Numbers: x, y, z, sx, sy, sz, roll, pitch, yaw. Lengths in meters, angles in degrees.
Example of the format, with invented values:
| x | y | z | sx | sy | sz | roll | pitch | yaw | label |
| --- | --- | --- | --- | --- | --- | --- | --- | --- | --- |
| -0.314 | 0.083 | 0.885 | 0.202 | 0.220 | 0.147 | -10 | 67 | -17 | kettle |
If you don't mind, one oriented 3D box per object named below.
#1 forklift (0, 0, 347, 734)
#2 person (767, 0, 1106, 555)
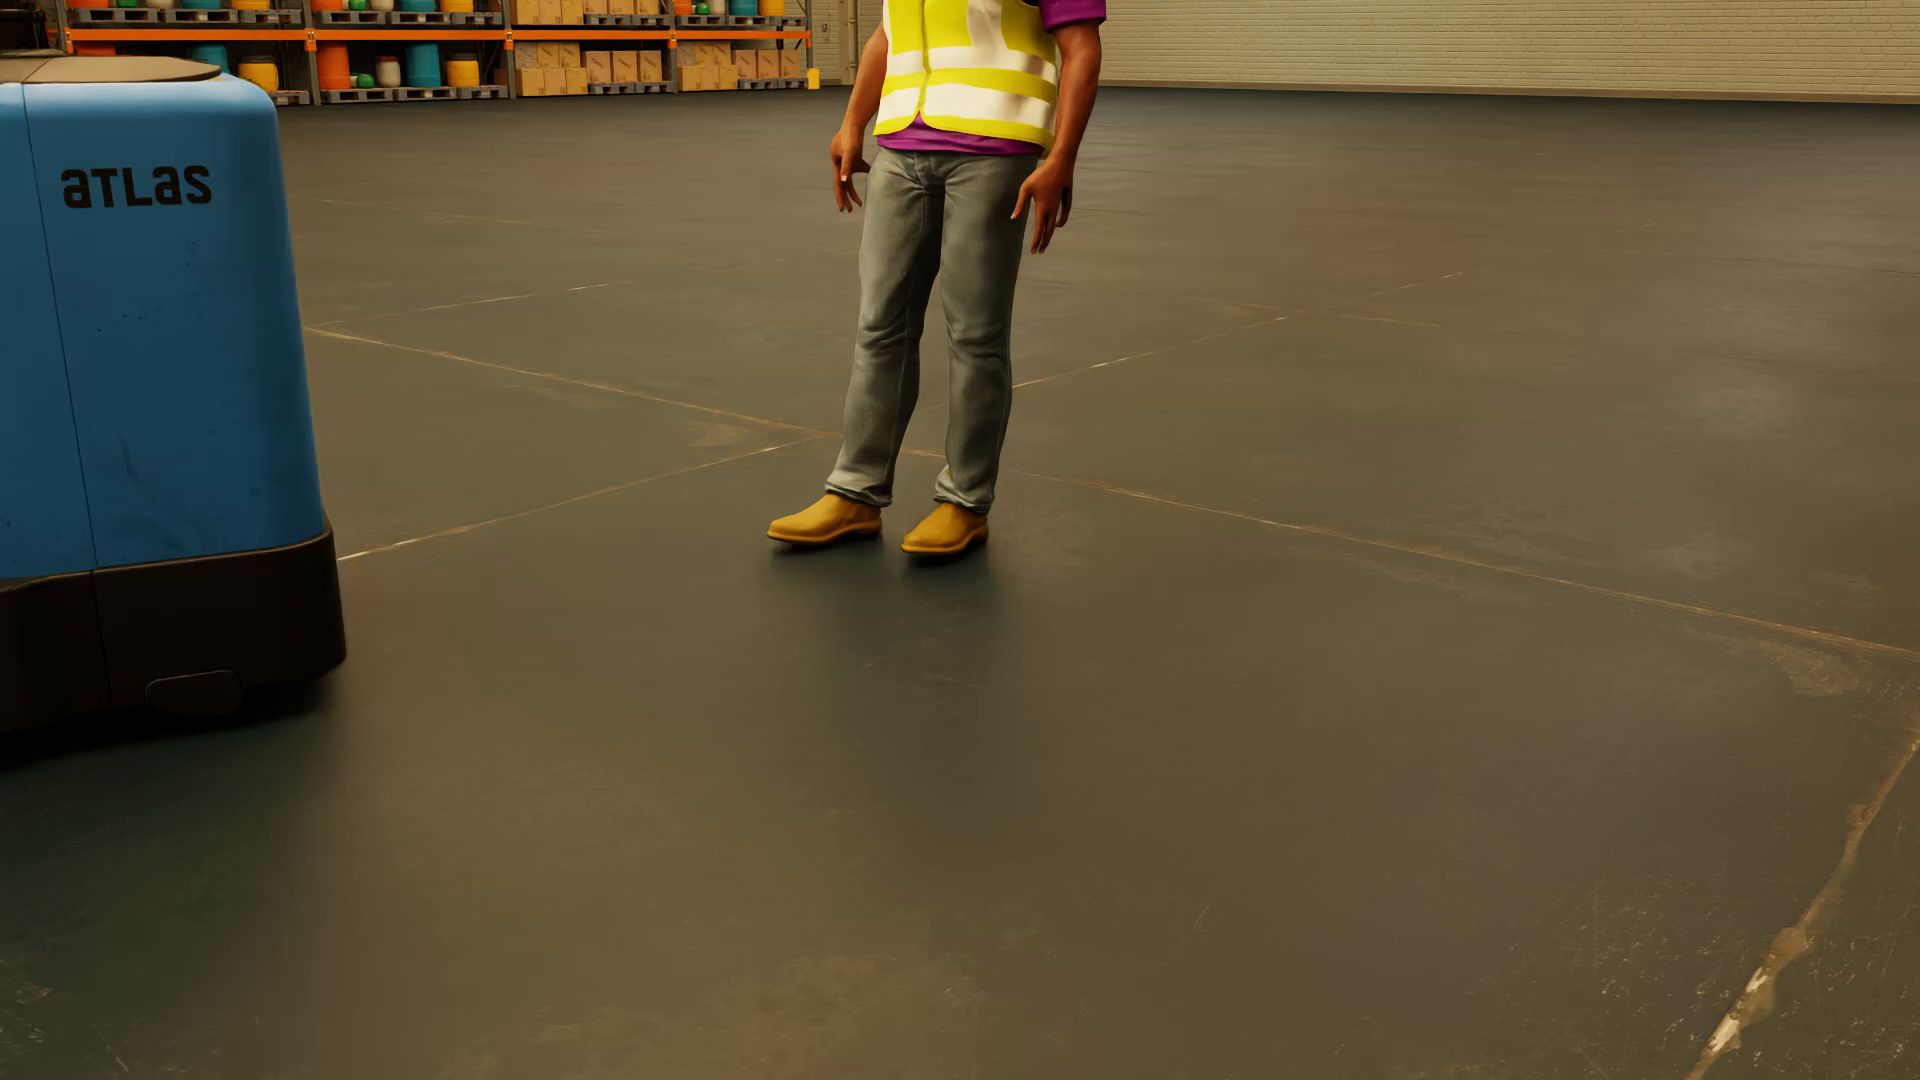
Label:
| x | y | z | sx | sy | sz | roll | pitch | yaw | label |
| --- | --- | --- | --- | --- | --- | --- | --- | --- | --- |
| -2.660 | -1.046 | 2.343 | 3.031 | 2.935 | 1.130 | -8 | 19 | -25 | forklift |
| -0.049 | -0.838 | 3.636 | 0.665 | 1.765 | 0.577 | 13 | 21 | 37 | person |
